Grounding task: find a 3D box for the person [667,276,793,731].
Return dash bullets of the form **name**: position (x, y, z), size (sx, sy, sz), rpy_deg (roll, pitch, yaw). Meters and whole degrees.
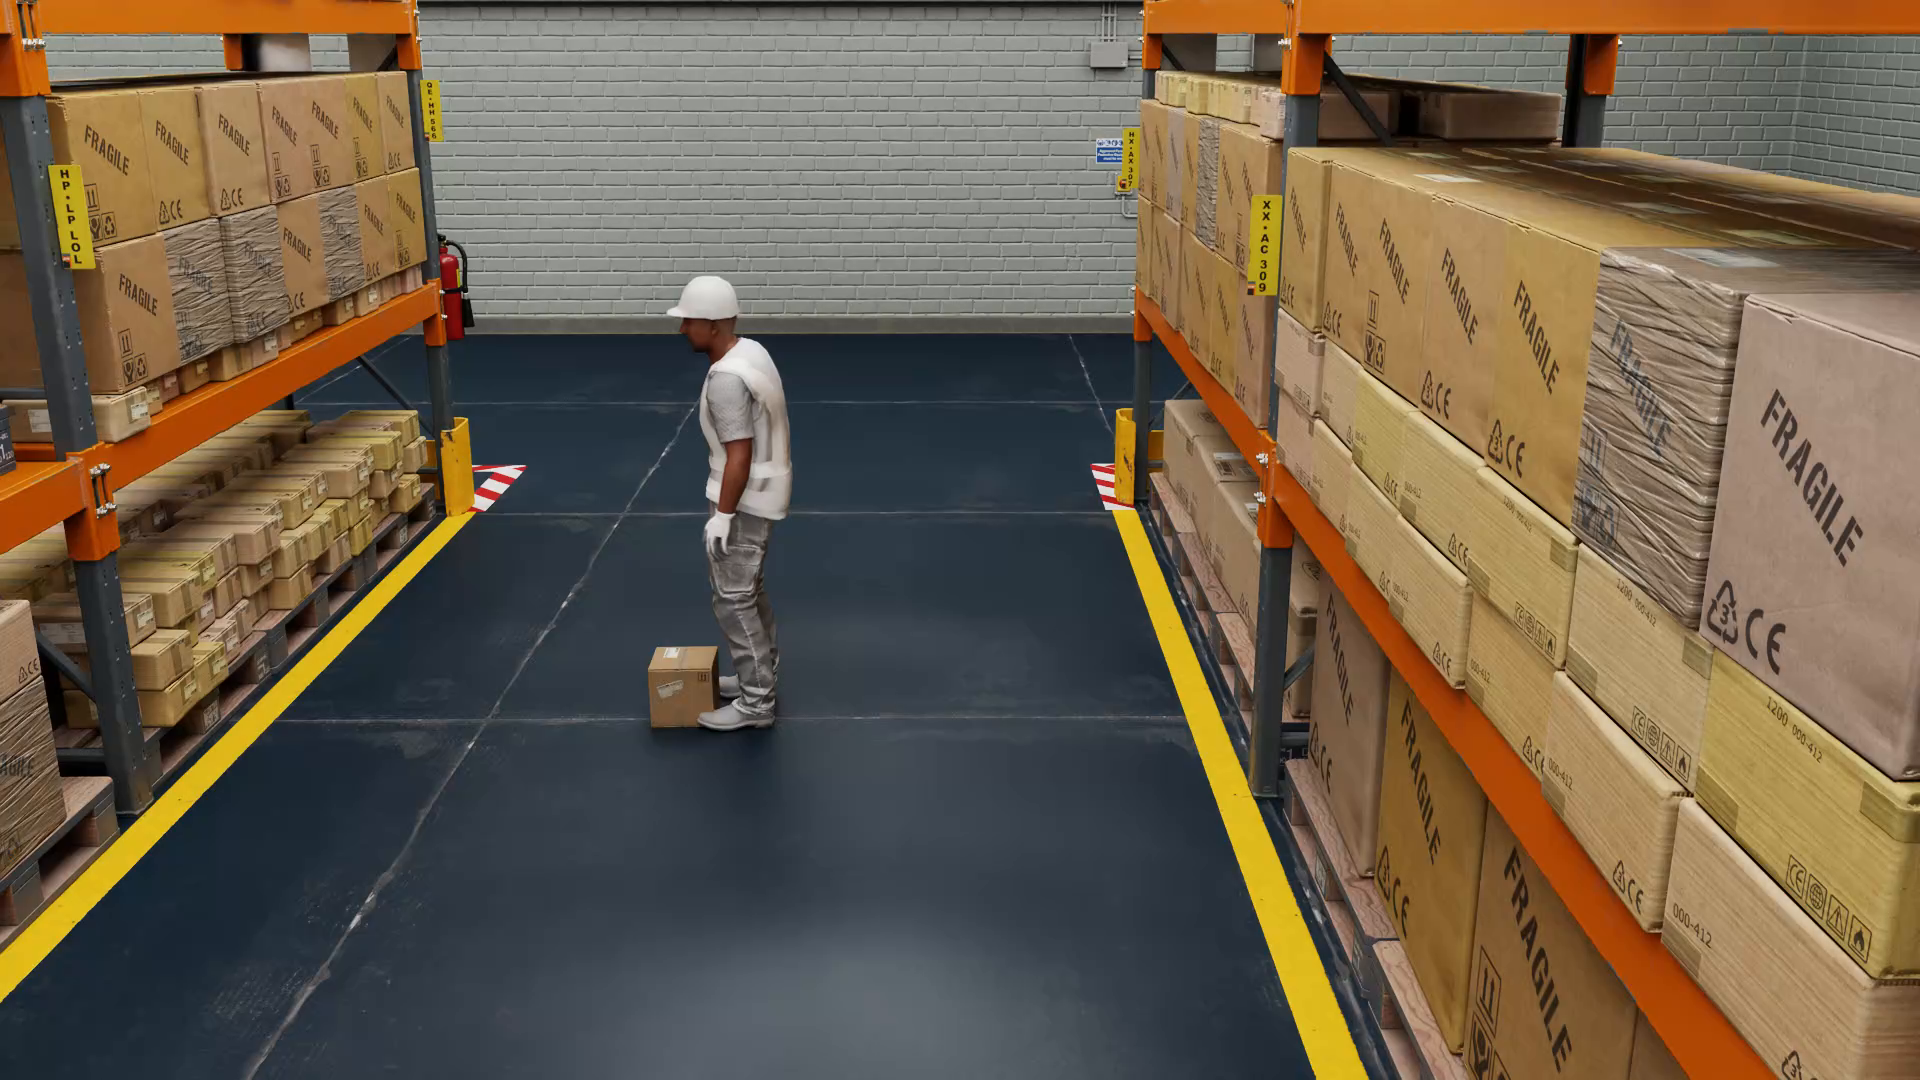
- **person**: position (-0.878, -0.144, 6.495), size (0.448, 1.775, 0.616), rpy_deg (0, 17, -1)
